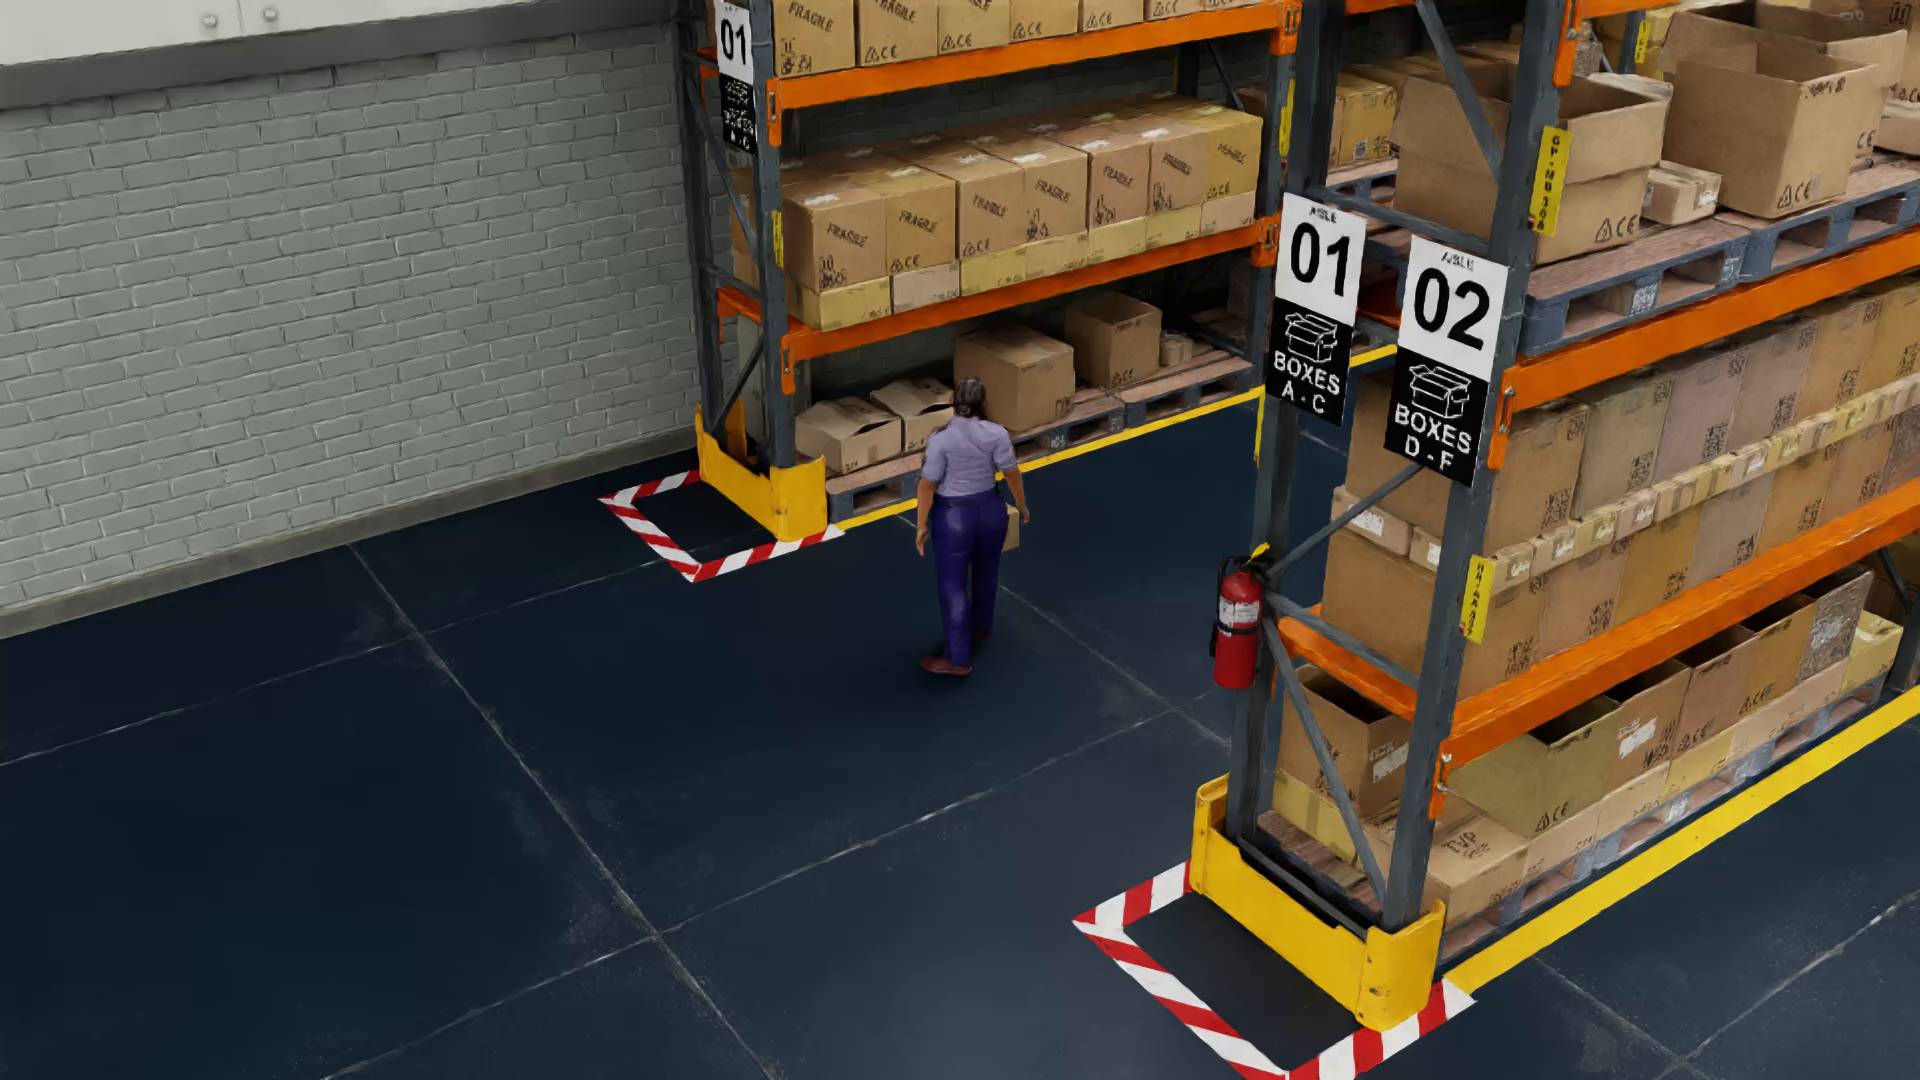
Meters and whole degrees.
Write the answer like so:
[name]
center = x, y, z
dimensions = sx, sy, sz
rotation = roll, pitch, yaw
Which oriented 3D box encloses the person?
[person]
center = 0.049, -0.135, 8.852
dimensions = 0.664, 1.640, 0.606
rotation = -12, 31, -20
